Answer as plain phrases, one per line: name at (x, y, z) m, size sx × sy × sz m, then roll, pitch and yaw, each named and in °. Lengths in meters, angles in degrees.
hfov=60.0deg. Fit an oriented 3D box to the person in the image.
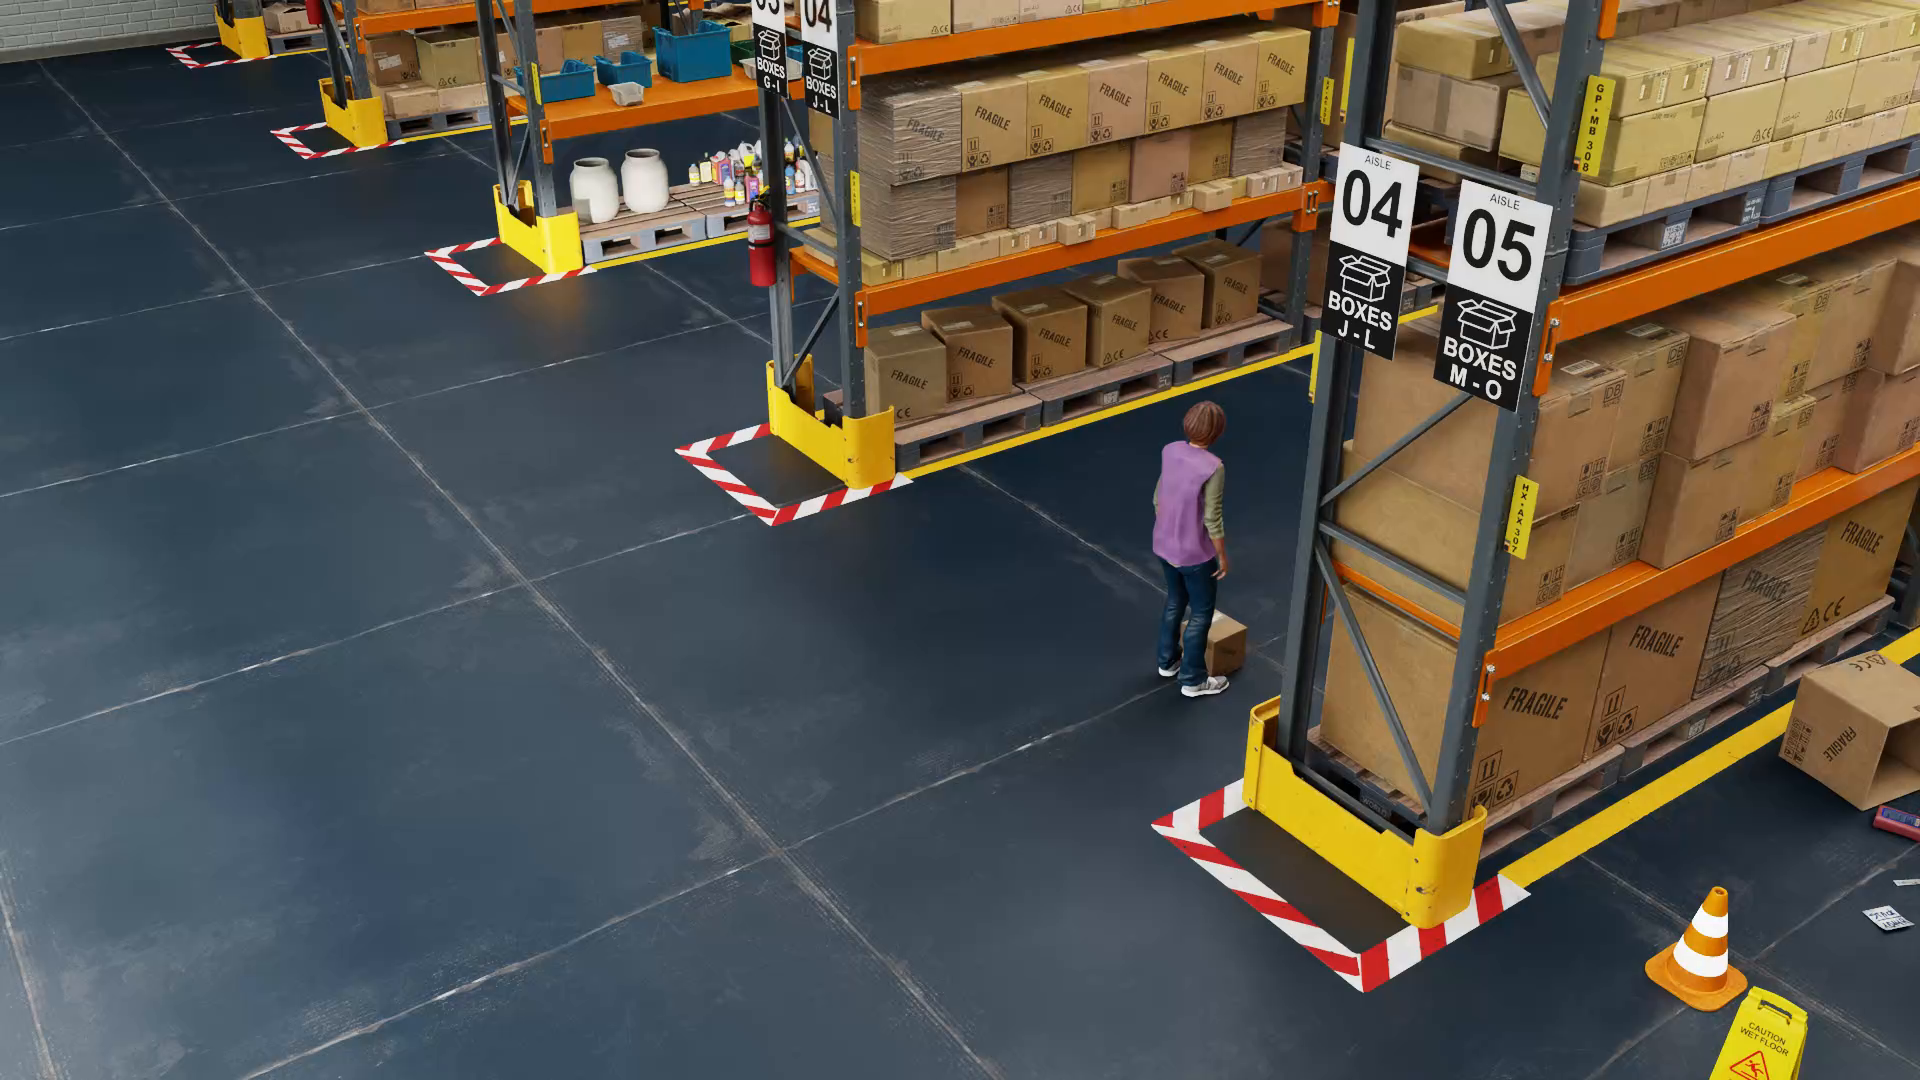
person at (1.188, 0.043, 8.558) m, size 0.368 × 1.593 × 0.479 m, roll -20°, pitch 35°, yaw -32°
